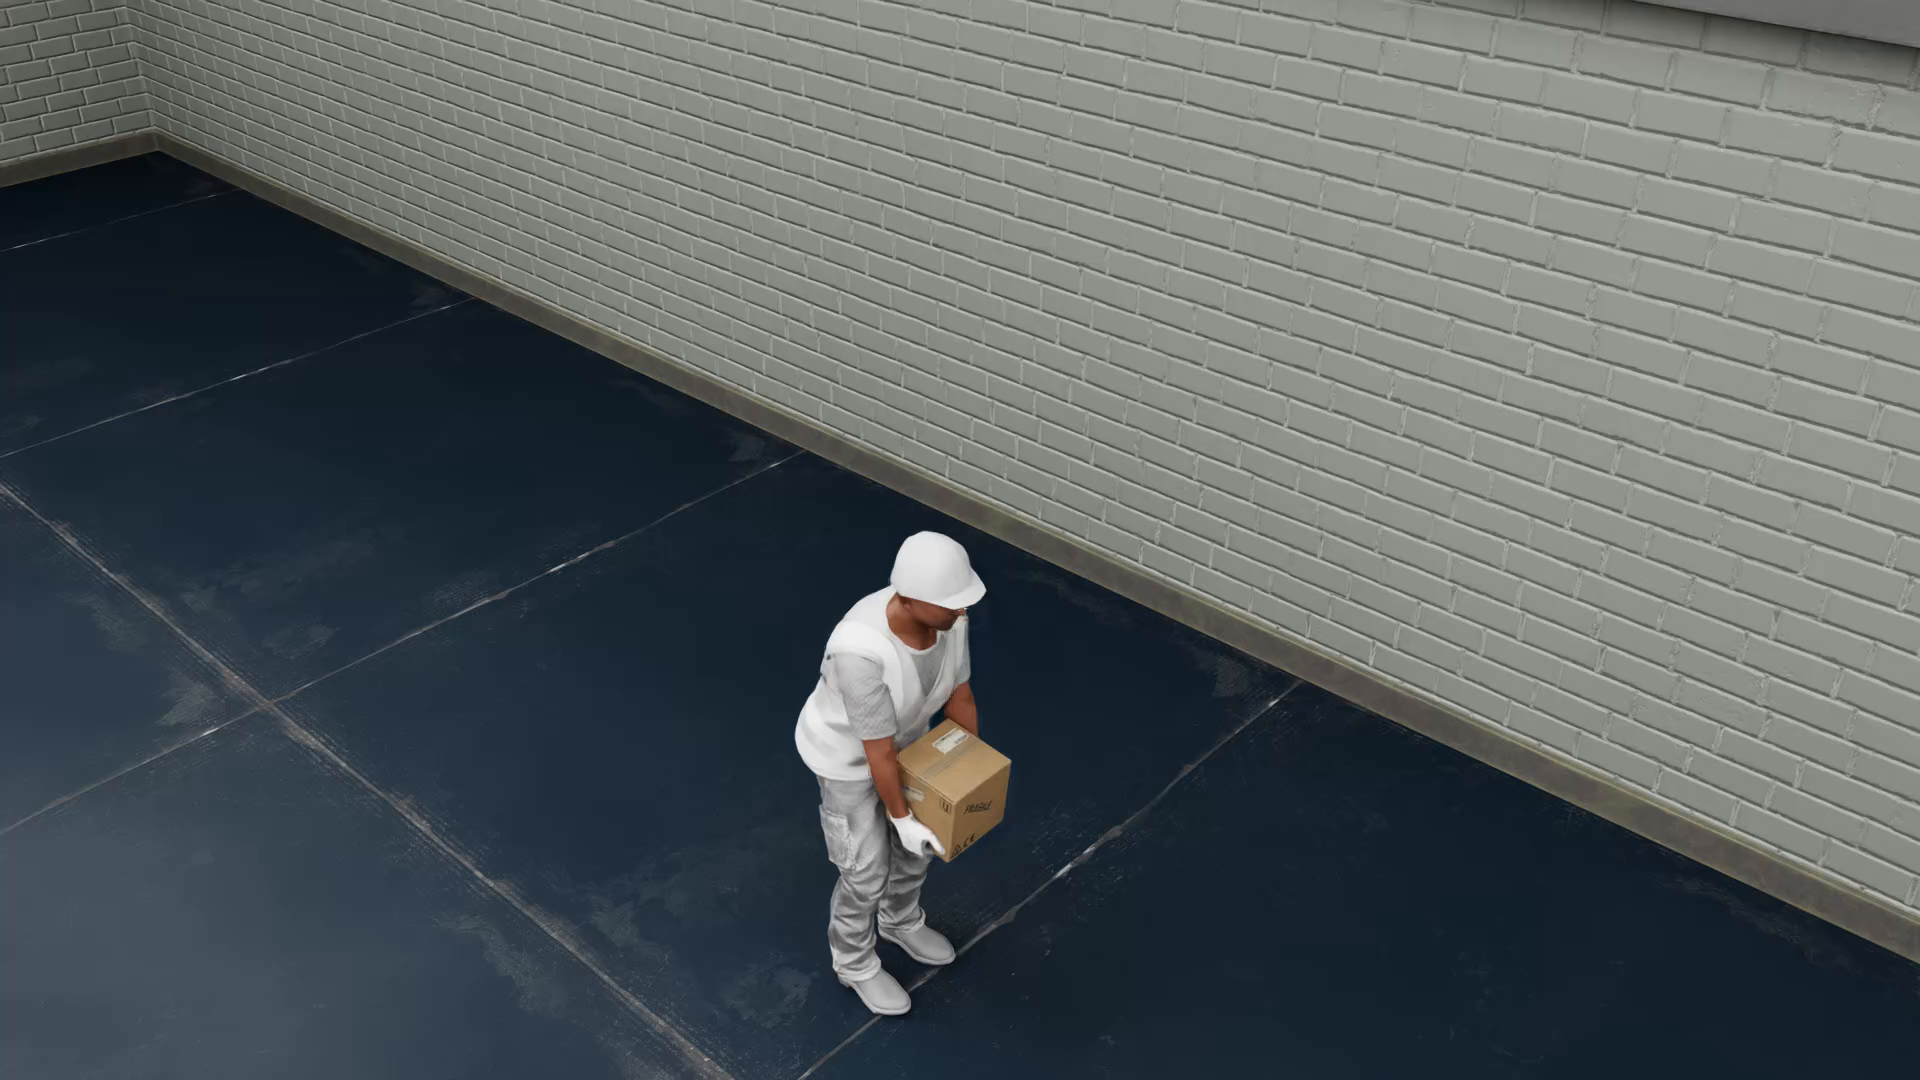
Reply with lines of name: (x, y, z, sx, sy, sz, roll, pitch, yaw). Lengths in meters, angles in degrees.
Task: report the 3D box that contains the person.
person: (-0.177, 0.686, 5.029, 0.621, 1.725, 0.485, 24, 39, 34)
